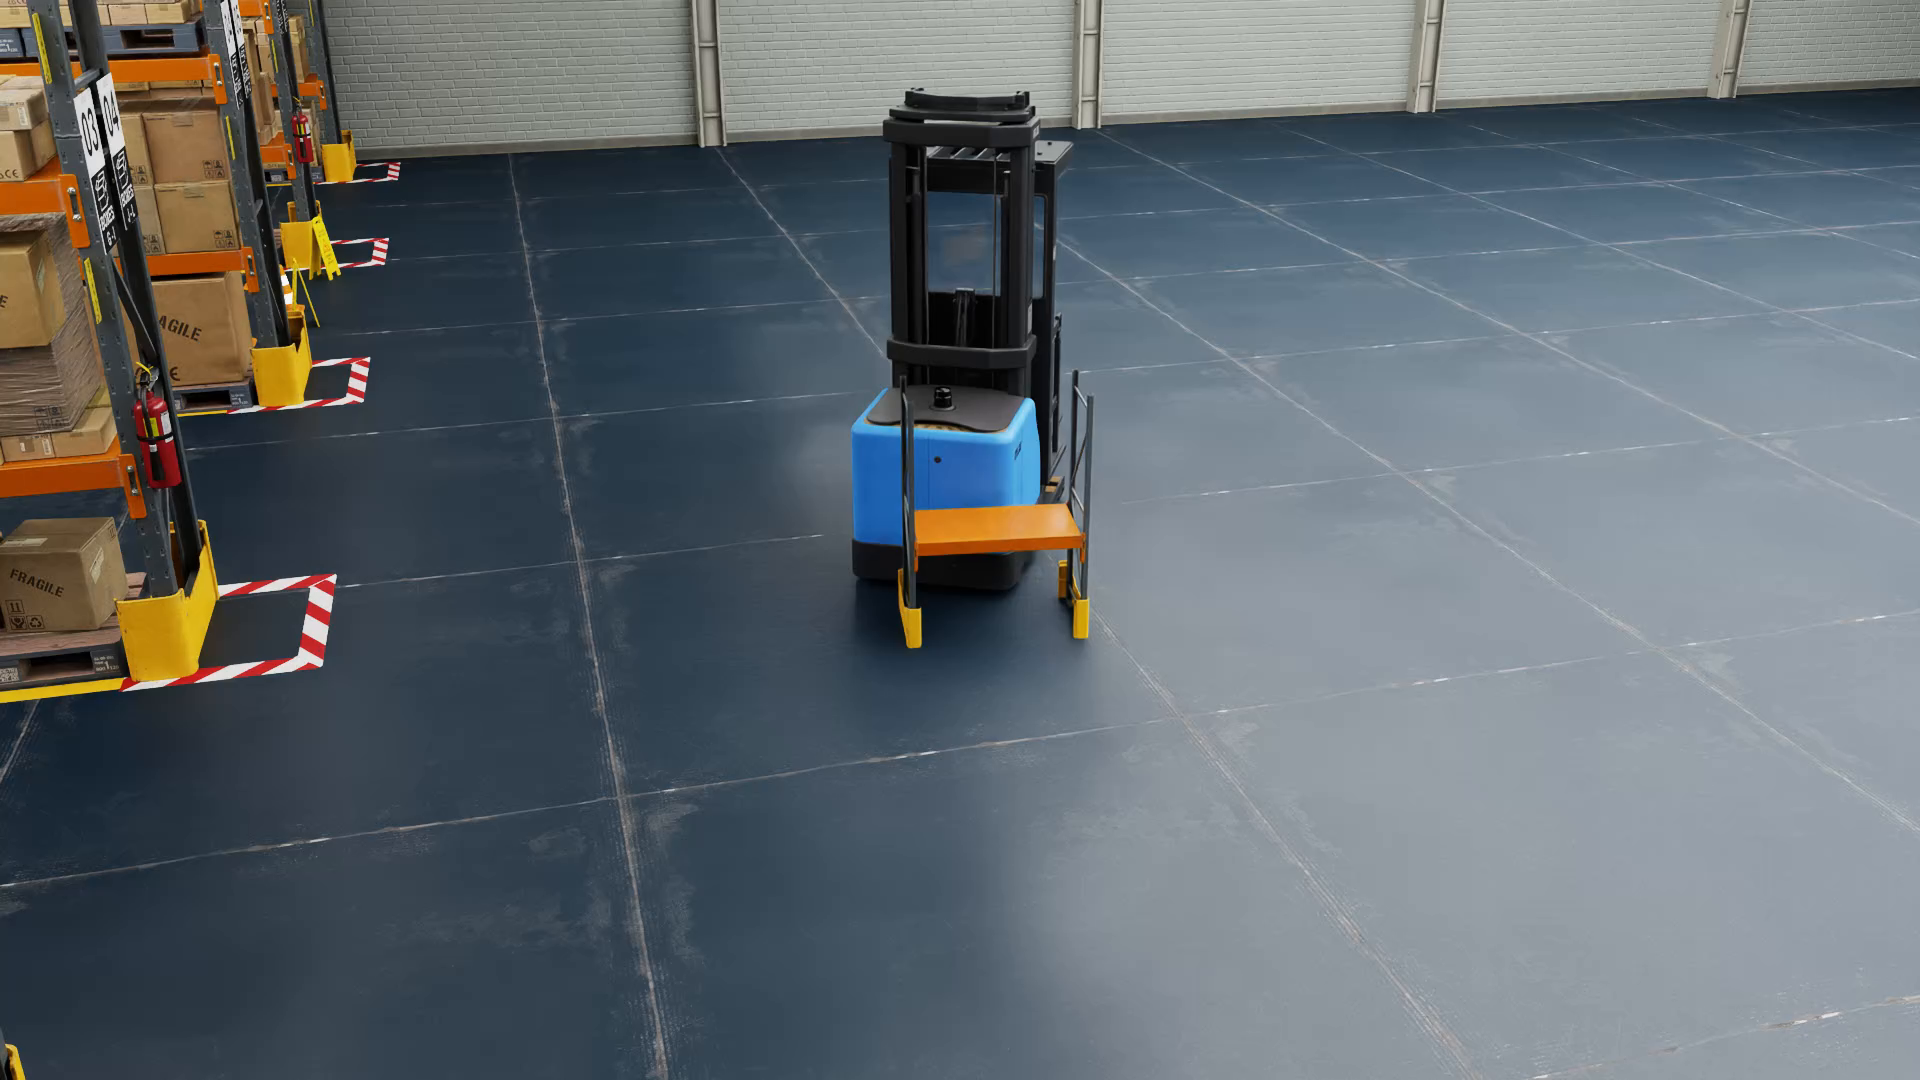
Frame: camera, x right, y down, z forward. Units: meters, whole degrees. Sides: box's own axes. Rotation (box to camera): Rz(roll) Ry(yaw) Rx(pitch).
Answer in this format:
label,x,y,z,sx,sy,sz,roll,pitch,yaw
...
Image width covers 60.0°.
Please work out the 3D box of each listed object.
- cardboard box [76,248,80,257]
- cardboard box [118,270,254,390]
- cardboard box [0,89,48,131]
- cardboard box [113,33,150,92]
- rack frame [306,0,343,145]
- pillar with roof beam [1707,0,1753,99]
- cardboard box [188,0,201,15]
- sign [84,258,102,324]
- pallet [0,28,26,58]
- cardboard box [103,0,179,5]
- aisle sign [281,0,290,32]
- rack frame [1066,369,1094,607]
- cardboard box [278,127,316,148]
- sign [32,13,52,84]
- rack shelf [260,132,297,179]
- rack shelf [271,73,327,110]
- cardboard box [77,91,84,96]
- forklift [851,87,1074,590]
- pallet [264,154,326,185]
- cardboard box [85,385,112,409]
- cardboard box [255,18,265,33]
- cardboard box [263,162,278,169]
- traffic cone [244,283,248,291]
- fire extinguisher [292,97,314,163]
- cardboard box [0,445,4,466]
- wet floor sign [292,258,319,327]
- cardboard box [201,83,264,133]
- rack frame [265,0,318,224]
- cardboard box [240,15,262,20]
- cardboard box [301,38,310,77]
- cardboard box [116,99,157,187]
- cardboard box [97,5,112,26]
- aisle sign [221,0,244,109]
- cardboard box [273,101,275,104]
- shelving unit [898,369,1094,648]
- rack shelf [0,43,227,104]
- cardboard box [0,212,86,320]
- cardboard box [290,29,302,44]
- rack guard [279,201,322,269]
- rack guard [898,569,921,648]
label,x,y,z,sx,sy,sz,roll,pitch,yaw
cardboard box,-7.280,-2.645,13.420,0.550,0.550,0.875,-6,24,-14
cardboard box,-6.473,-1.831,13.875,0.875,0.875,0.875,-6,24,-14
cardboard box,-4.778,-2.162,8.366,0.250,0.149,0.380,-6,24,-14
cardboard box,-8.658,-4.941,17.188,0.500,0.500,0.700,-7,24,-15
rack frame,-8.617,-6.464,22.511,0.127,3.000,1.000,-6,24,-14
pillar with roof beam,14.740,-10.411,24.101,0.400,9.000,9.100,-6,24,-14
cardboard box,-6.254,-4.299,13.320,0.250,0.149,0.380,-6,24,-14
sign,-4.465,-1.282,8.565,0.005,0.325,0.100,-6,24,-14
pallet,-7.726,-3.835,12.692,1.213,0.211,1.003,-6,24,-14
cardboard box,-6.233,-4.239,12.674,0.500,0.250,0.500,-6,24,-14
aisle sign,-7.296,-5.899,17.897,0.004,0.787,0.394,-6,24,-14
rack frame,0.705,-0.218,9.856,0.032,1.500,0.500,-3,23,-7
cardboard box,-9.001,-5.453,22.475,0.500,0.250,0.500,-7,24,-15
sign,-4.465,-2.390,8.090,0.005,0.325,0.100,-6,24,-14
rack shelf,-9.198,-4.037,17.766,4.000,0.370,1.077,-6,24,-14
rack shelf,-10.542,-5.921,22.157,4.000,0.370,1.077,-6,24,-14
cardboard box,-9.179,-4.450,17.313,0.500,0.500,0.500,-6,24,-14
forklift,0.136,-1.587,11.232,1.130,2.935,3.031,5,24,12
pallet,-9.342,-5.085,22.834,1.213,0.211,1.003,-6,24,-14
cardboard box,-4.934,-0.762,9.541,0.250,0.149,0.380,-6,24,-14
cardboard box,-9.134,-6.789,21.941,0.250,0.149,0.380,-6,24,-14
cardboard box,-9.465,-5.174,22.459,0.500,0.250,0.500,-6,24,-14
traffic cone,-7.338,-2.879,17.372,0.334,0.463,0.336,-6,24,-14
fire extinguisher,-7.037,-4.382,17.756,0.183,0.674,0.296,-6,24,-14
cardboard box,-5.282,-0.521,8.979,0.250,0.149,0.380,-6,24,-14
wet floor sign,-6.345,-2.384,15.989,0.232,0.644,0.267,-11,25,-23
cardboard box,-7.720,-4.600,17.663,0.500,0.500,0.500,-7,24,-15
rack frame,-7.272,-4.580,18.120,0.127,3.000,1.000,-6,24,-14
cardboard box,-9.509,-6.942,22.297,0.250,0.149,0.380,-6,24,-13
cardboard box,-9.169,-6.563,22.614,0.500,0.500,0.500,-6,24,-13
cardboard box,-6.710,-3.158,13.247,0.550,0.550,0.875,-6,24,-14
cardboard box,-6.556,-3.995,12.612,0.250,0.149,0.380,-6,24,-14
aisle sign,-5.688,-3.800,13.005,0.004,0.787,0.394,-6,24,-14
cardboard box,-9.611,-5.819,22.694,0.500,0.250,0.500,-6,24,-14
shelving unit,0.192,-0.193,9.797,1.083,1.500,0.587,-3,23,-7
rack shelf,-7.763,-3.546,12.819,4.000,0.370,1.077,-6,24,-14
cardboard box,-5.198,-1.505,9.181,0.500,0.500,0.500,-6,24,-14
cardboard box,-8.875,-6.665,22.030,0.250,0.149,0.380,-6,24,-14
rack guard,-7.345,-3.423,18.594,0.348,0.500,1.175,-6,24,-14
rack guard,-0.302,0.405,9.988,0.087,0.250,0.587,-3,23,-7
